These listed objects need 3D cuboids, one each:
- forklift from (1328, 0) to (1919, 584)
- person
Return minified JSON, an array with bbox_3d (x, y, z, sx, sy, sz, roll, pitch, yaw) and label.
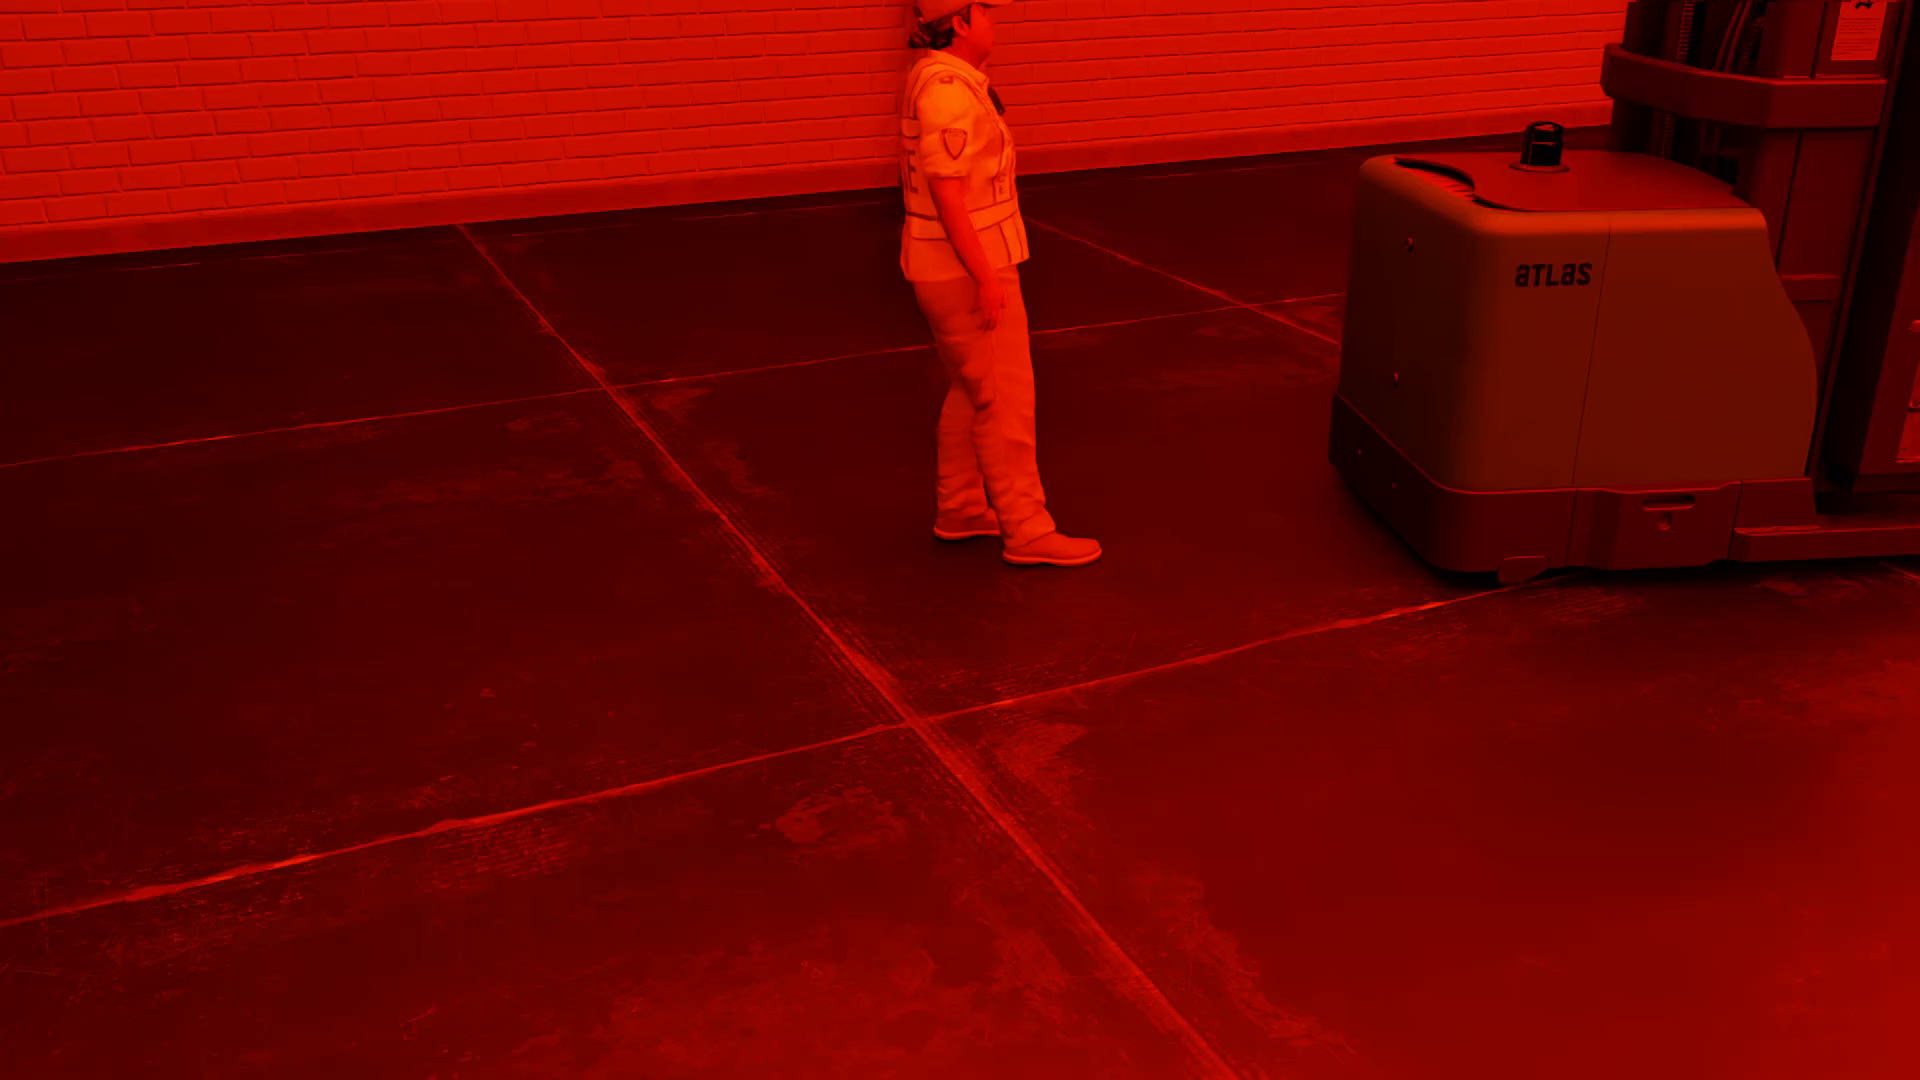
[{"bbox_3d":[2.786,-1.459,4.799,3.031,2.935,1.130,-3,23,-6],"label":"forklift"},{"bbox_3d":[0.120,-0.775,4.809,0.579,1.669,0.566,-2,23,-5],"label":"person"}]
